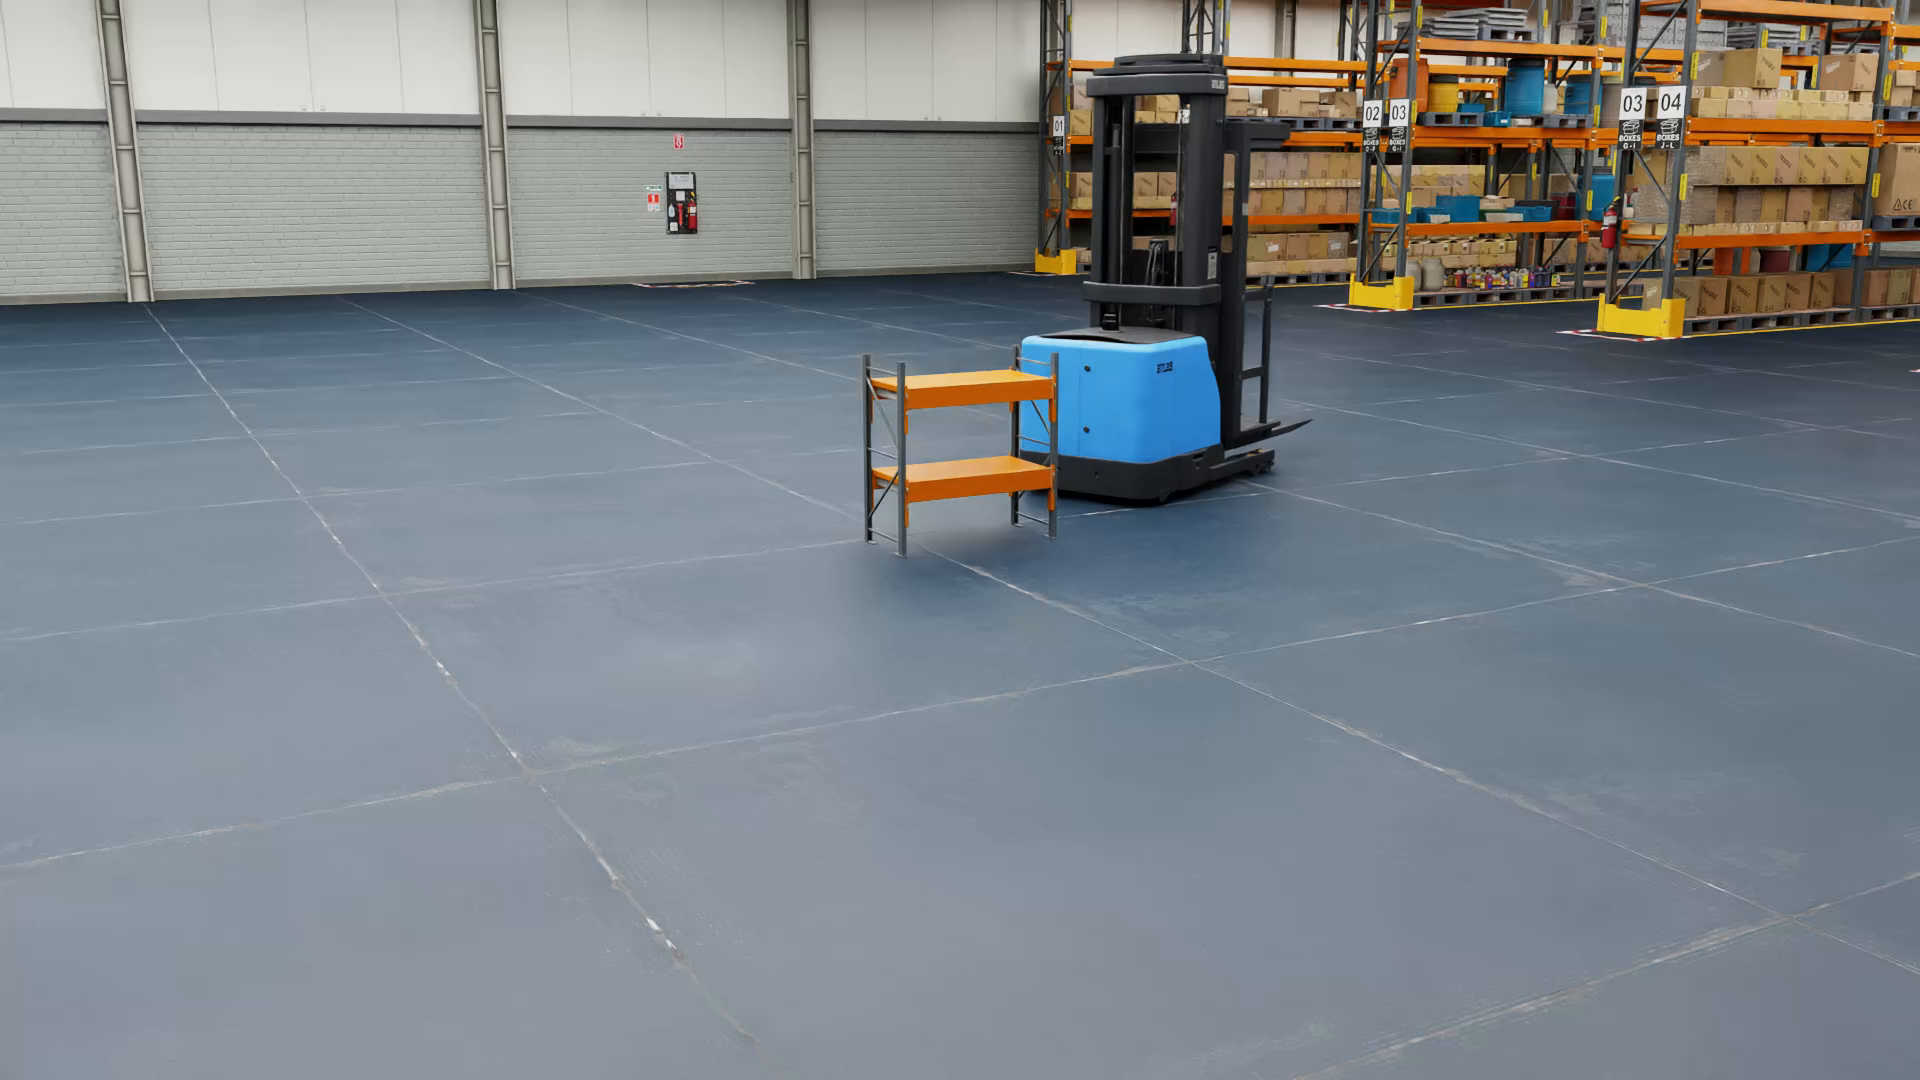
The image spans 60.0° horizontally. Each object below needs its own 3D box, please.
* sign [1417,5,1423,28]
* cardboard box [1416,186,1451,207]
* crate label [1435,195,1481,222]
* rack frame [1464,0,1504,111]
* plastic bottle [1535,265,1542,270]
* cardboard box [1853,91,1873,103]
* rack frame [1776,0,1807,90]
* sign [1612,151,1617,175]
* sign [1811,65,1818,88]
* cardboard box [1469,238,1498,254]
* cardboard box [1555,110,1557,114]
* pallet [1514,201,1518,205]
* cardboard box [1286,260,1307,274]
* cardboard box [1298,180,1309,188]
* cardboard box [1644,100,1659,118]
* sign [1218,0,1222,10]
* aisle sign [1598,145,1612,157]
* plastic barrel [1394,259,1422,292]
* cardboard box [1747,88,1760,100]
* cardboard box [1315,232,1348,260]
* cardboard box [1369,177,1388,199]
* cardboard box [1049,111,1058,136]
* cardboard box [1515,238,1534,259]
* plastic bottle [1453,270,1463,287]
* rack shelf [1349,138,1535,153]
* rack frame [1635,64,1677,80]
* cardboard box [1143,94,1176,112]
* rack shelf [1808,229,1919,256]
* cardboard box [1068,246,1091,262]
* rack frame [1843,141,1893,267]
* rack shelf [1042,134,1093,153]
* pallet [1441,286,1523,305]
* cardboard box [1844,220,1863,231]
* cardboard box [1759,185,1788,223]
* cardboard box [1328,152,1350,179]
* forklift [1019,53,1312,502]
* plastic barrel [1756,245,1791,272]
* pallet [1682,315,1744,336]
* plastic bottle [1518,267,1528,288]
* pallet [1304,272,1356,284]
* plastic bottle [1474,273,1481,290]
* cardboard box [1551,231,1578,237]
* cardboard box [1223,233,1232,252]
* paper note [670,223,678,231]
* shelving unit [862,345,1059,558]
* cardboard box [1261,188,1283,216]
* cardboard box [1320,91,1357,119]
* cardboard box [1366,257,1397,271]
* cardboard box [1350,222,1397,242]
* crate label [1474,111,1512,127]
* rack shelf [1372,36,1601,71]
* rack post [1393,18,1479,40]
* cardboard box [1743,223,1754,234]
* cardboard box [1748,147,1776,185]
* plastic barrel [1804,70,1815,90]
[{"bbox_3d":[6.952,-7.908,25.143,0.005,0.325,0.100,-7,14,-28],"label":"sign"},{"bbox_3d":[9.417,-6.800,33.180,0.500,0.500,0.500,-7,14,-28],"label":"cardboard box"},{"bbox_3d":[8.178,-5.453,27.340,0.616,0.435,0.502,-7,14,-28],"label":"crate label"},{"bbox_3d":[12.478,-11.289,39.686,0.127,3.000,1.000,-7,14,-28],"label":"rack frame"},{"bbox_3d":[9.707,-4.438,27.940,0.185,0.351,0.144,-7,14,-28],"label":"plastic bottle"},{"bbox_3d":[12.430,-6.151,23.124,0.250,0.149,0.380,-6,14,-26],"label":"cardboard box"},{"bbox_3d":[18.366,-10.755,37.316,0.127,3.000,1.000,-7,14,-28],"label":"rack frame"},{"bbox_3d":[8.817,-5.064,22.333,0.005,0.325,0.100,-7,14,-28],"label":"sign"},{"bbox_3d":[12.307,-6.671,23.925,0.005,0.325,0.100,-7,14,-28],"label":"sign"},{"bbox_3d":[10.549,-5.965,33.725,0.500,0.311,0.500,-7,14,-29],"label":"cardboard box"},{"bbox_3d":[11.711,-8.551,34.127,0.500,0.500,0.910,-7,14,-28],"label":"cardboard box"},{"bbox_3d":[11.905,-6.978,34.633,1.003,0.211,1.213,-7,14,-28],"label":"pallet"},{"bbox_3d":[6.217,-5.180,31.511,0.500,0.250,0.500,-7,14,-28],"label":"cardboard box"},{"bbox_3d":[6.350,-6.699,31.253,0.250,0.149,0.380,-6,14,-26],"label":"cardboard box"},{"bbox_3d":[9.367,-5.725,22.141,0.500,0.250,0.500,-6,14,-27],"label":"cardboard box"},{"bbox_3d":[4.583,-9.497,29.238,0.005,0.325,0.100,-7,14,-28],"label":"sign"},{"bbox_3d":[16.196,-10.001,41.706,0.004,0.787,0.394,-7,14,-28],"label":"aisle sign"},{"bbox_3d":[7.233,-4.265,26.852,0.421,0.512,0.421,0,13,0],"label":"plastic barrel"},{"bbox_3d":[10.343,-5.903,22.023,0.250,0.149,0.380,-7,14,-28],"label":"cardboard box"},{"bbox_3d":[7.086,-5.654,31.911,0.500,0.500,0.500,-7,14,-28],"label":"cardboard box"},{"bbox_3d":[9.516,-8.146,38.437,0.500,0.500,0.500,-6,14,-26],"label":"cardboard box"},{"bbox_3d":[2.190,-8.714,34.805,0.500,0.500,0.500,-6,14,-24],"label":"cardboard box"},{"bbox_3d":[12.053,-6.125,35.099,0.500,0.500,0.500,-6,14,-26],"label":"cardboard box"},{"bbox_3d":[8.329,-4.375,27.831,0.135,0.276,0.152,-7,14,-27],"label":"plastic bottle"},{"bbox_3d":[9.589,-7.889,33.050,4.000,0.370,1.077,-7,14,-28],"label":"rack shelf"},{"bbox_3d":[14.855,-10.334,35.446,0.127,3.000,1.000,-7,14,-28],"label":"rack frame"},{"bbox_3d":[4.217,-9.308,35.168,0.500,0.500,0.500,-7,15,-30],"label":"cardboard box"},{"bbox_3d":[14.332,-4.516,24.894,4.000,0.370,1.077,-7,14,-28],"label":"rack shelf"},{"bbox_3d":[2.596,-6.058,35.229,0.500,0.311,0.500,-9,15,-34],"label":"cardboard box"},{"bbox_3d":[17.225,-6.452,31.861,0.127,3.000,1.000,-7,14,-28],"label":"rack frame"},{"bbox_3d":[3.701,-8.422,35.420,4.000,0.370,1.077,-7,14,-28],"label":"rack shelf"},{"bbox_3d":[8.522,-4.059,27.575,1.213,0.211,1.003,-7,14,-28],"label":"pallet"},{"bbox_3d":[12.529,-4.455,23.556,0.250,0.149,0.380,-7,14,-28],"label":"cardboard box"},{"bbox_3d":[10.847,-4.652,22.957,0.500,0.500,0.875,-7,14,-28],"label":"cardboard box"},{"bbox_3d":[7.004,-7.146,31.762,0.500,0.500,0.700,-7,14,-28],"label":"cardboard box"},{"bbox_3d":[1.664,-1.951,12.014,1.130,2.935,3.031,9,15,35],"label":"forklift"},{"bbox_3d":[15.127,-5.234,30.981,0.708,0.588,0.600,-7,14,-28],"label":"plastic barrel"},{"bbox_3d":[9.862,-2.962,22.702,1.213,0.211,1.003,-7,14,-28],"label":"pallet"},{"bbox_3d":[9.324,-4.356,27.576,0.185,0.351,0.144,-7,14,-28],"label":"plastic bottle"},{"bbox_3d":[7.115,-5.130,32.335,1.213,0.211,1.003,-7,14,-28],"label":"pallet"},{"bbox_3d":[8.433,-4.204,27.084,0.097,0.271,0.097,0,13,0],"label":"plastic bottle"},{"bbox_3d":[12.996,-6.606,35.529,0.500,0.250,0.500,-7,15,-29],"label":"cardboard box"},{"bbox_3d":[6.094,-6.596,37.190,0.500,0.500,0.700,-6,14,-26],"label":"cardboard box"},{"bbox_3d":[-5.497,-6.021,31.949,0.142,0.148,0.016,-7,14,-28],"label":"paper note"},{"bbox_3d":[0.006,-0.549,9.902,1.048,1.125,0.538,-7,14,-28],"label":"shelving unit"},{"bbox_3d":[5.635,-6.348,31.168,0.500,0.500,0.700,-7,14,-27],"label":"cardboard box"},{"bbox_3d":[7.265,-8.349,31.954,0.500,0.500,0.500,-6,14,-23],"label":"cardboard box"},{"bbox_3d":[8.306,-5.424,32.597,0.500,0.250,0.500,-7,15,-29],"label":"cardboard box"},{"bbox_3d":[9.676,-7.149,38.896,0.750,0.750,0.750,-7,14,-29],"label":"cardboard box"},{"bbox_3d":[8.494,-6.714,26.531,0.408,0.251,0.502,-7,14,-28],"label":"crate label"},{"bbox_3d":[8.448,-7.781,26.651,4.000,0.370,1.077,-7,14,-28],"label":"rack shelf"},{"bbox_3d":[7.417,-7.928,25.892,0.954,0.300,0.937,-5,14,-22],"label":"rack post"},{"bbox_3d":[10.524,-4.230,22.557,0.250,0.149,0.380,-7,14,-28],"label":"cardboard box"},{"bbox_3d":[10.559,-5.027,22.344,0.500,0.500,0.500,-7,14,-28],"label":"cardboard box"},{"bbox_3d":[15.800,-8.156,30.502,0.708,0.901,0.600,-7,14,-28],"label":"plastic barrel"}]
